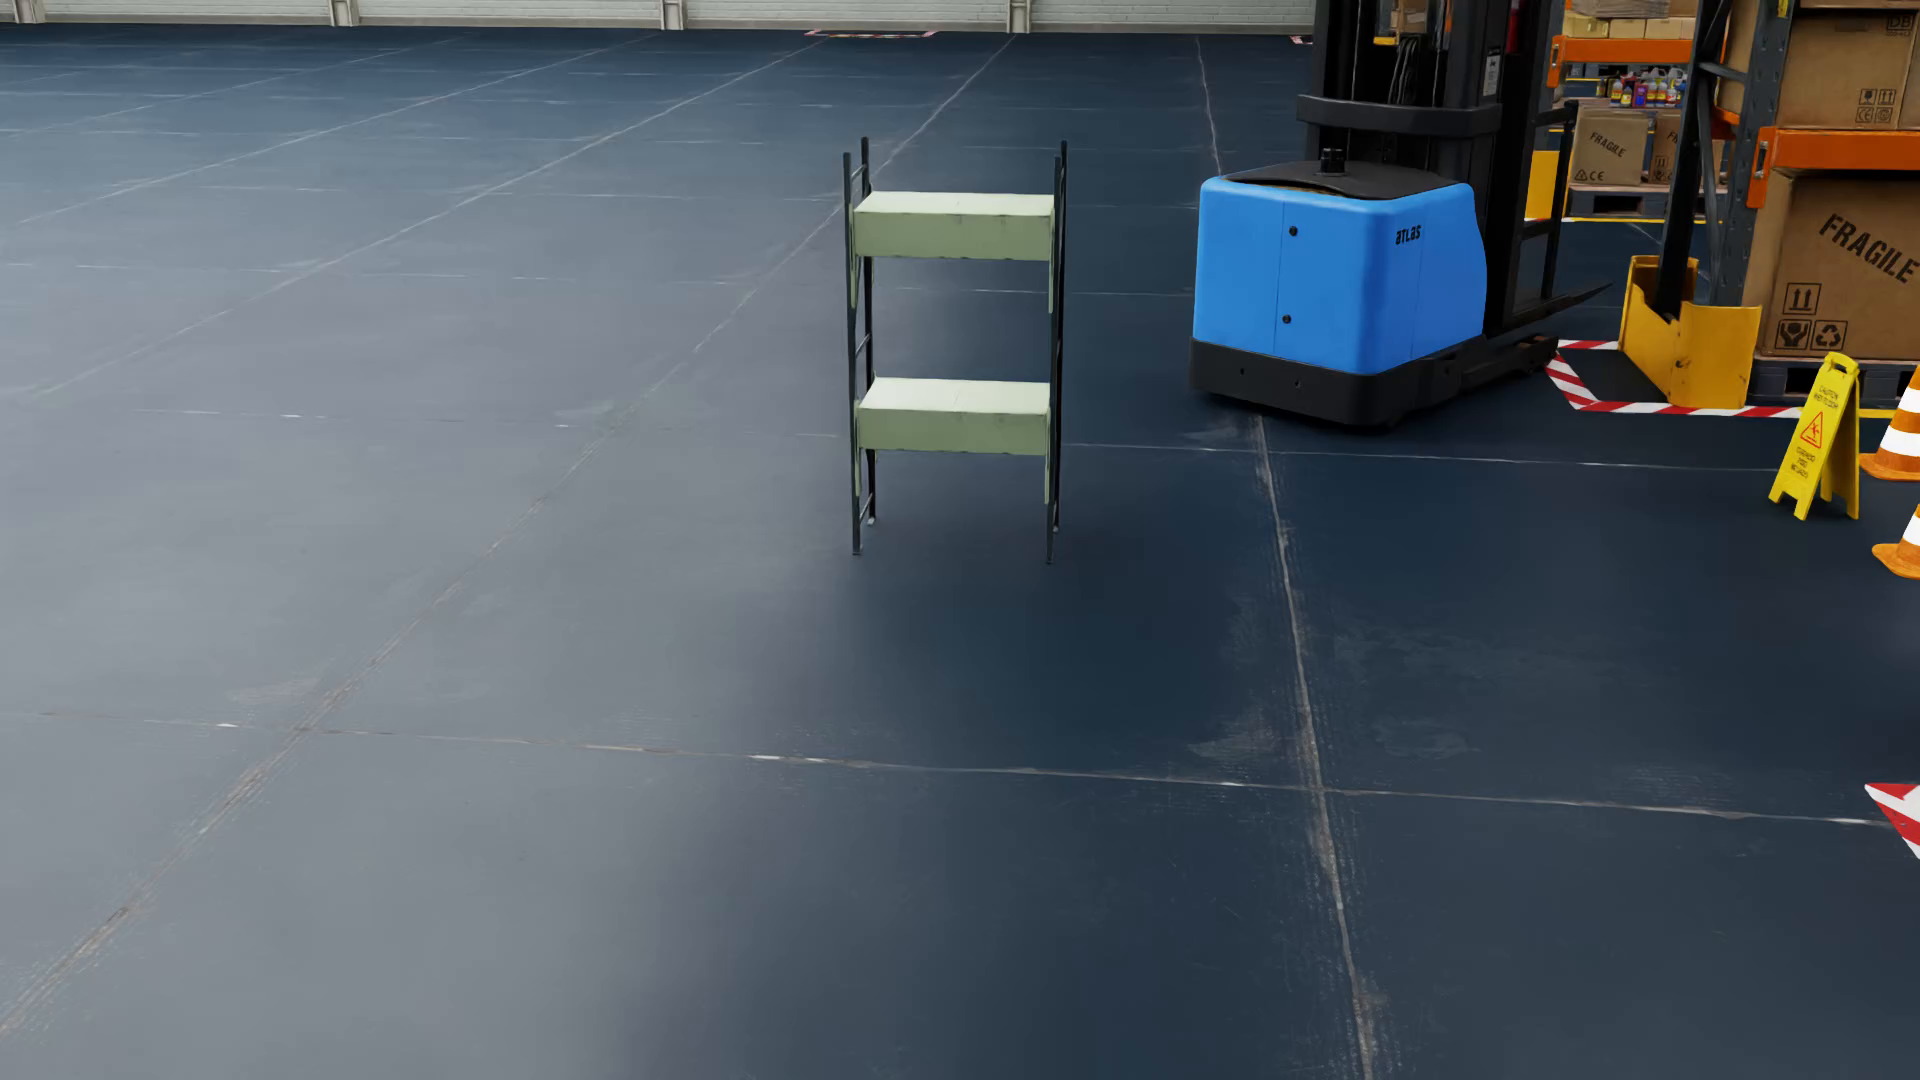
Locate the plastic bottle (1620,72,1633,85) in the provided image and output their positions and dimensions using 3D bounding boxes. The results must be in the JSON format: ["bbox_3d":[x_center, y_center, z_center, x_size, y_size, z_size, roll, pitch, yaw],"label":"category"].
[{"bbox_3d":[7.117,-4.855,17.747,0.135,0.276,0.152,3,22,7],"label":"plastic bottle"}]

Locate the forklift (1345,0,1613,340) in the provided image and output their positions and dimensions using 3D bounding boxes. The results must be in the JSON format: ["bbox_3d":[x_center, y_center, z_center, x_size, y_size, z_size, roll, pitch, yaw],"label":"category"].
[{"bbox_3d":[2.500,-2.331,8.349,1.121,2.935,3.031,19,29,40],"label":"forklift"}]

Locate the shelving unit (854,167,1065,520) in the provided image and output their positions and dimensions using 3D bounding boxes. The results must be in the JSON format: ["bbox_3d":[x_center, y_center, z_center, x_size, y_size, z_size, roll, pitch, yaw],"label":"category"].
[{"bbox_3d":[-0.001,-0.698,6.164,0.731,1.308,0.431,2,22,6],"label":"shelving unit"}]

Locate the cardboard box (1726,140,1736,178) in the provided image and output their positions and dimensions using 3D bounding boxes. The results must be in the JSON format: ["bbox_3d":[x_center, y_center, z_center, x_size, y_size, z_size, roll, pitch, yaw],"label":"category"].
[{"bbox_3d":[6.247,-3.001,12.781,0.500,0.500,0.500,5,22,11],"label":"cardboard box"}]

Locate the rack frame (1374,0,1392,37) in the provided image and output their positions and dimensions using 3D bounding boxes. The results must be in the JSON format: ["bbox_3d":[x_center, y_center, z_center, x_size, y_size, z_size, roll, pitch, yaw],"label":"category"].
[{"bbox_3d":[5.581,-7.666,21.750,0.127,3.000,1.000,2,22,6],"label":"rack frame"}]

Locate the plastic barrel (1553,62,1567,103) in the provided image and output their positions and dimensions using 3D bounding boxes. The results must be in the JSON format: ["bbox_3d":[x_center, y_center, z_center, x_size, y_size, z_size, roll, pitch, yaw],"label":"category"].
[{"bbox_3d":[6.155,-4.874,17.500,0.421,0.512,0.421,0,22,0],"label":"plastic barrel"}]

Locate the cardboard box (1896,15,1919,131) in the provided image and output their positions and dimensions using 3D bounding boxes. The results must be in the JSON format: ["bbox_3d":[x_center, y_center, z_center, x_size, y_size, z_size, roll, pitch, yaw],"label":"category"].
[{"bbox_3d":[4.650,-2.297,7.966,0.550,0.550,0.875,2,22,6],"label":"cardboard box"}]

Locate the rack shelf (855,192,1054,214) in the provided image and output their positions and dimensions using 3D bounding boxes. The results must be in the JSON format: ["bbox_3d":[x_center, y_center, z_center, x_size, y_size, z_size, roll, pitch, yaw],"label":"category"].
[{"bbox_3d":[-0.007,-1.152,5.985,0.686,0.124,0.368,2,22,6],"label":"rack shelf"}]

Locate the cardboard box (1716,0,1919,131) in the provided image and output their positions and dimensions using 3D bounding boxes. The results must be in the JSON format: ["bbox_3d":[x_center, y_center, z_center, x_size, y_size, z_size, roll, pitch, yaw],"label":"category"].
[{"bbox_3d":[4.101,-2.313,8.006,0.550,0.550,0.875,2,22,6],"label":"cardboard box"}]

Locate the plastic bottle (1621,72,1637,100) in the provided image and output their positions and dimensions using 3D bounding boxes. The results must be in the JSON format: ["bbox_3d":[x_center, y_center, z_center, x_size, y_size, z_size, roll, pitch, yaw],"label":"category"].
[{"bbox_3d":[7.105,-4.820,17.647,0.133,0.283,0.061,2,22,6],"label":"plastic bottle"}]

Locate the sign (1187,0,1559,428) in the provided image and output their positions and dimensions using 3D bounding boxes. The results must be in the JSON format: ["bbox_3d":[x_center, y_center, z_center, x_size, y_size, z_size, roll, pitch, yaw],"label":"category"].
[{"bbox_3d":[2.098,-2.129,7.981,2.025,2.768,2.177,2,22,6],"label":"sign"}]

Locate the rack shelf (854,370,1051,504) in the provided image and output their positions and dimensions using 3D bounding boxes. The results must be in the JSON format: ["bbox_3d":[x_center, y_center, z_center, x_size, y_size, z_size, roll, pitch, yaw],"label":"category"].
[{"bbox_3d":[-0.007,-0.395,6.285,0.720,0.370,0.431,2,22,6],"label":"rack shelf"}]

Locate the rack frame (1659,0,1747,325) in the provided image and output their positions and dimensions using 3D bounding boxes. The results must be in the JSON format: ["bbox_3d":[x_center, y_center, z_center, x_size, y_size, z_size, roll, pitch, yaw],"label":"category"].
[{"bbox_3d":[3.728,-2.244,8.035,0.053,2.616,0.949,2,22,6],"label":"rack frame"}]

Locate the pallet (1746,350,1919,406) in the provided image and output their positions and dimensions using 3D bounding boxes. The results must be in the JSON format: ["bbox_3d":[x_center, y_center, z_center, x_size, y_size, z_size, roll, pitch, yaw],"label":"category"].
[{"bbox_3d":[4.531,-0.940,8.530,1.213,0.211,1.003,2,22,6],"label":"pallet"}]

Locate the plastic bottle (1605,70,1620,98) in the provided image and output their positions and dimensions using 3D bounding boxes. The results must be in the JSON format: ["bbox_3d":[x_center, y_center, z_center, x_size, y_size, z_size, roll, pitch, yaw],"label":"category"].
[{"bbox_3d":[6.988,-4.881,17.802,0.133,0.283,0.061,3,22,8],"label":"plastic bottle"}]

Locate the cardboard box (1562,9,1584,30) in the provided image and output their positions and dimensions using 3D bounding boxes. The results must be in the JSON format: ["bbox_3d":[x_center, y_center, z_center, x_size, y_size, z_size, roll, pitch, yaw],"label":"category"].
[{"bbox_3d":[4.719,-3.995,12.807,0.250,0.149,0.380,2,22,6],"label":"cardboard box"}]

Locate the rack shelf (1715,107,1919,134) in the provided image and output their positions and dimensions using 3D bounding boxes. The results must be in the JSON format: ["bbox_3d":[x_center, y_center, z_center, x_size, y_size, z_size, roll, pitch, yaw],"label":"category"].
[{"bbox_3d":[5.713,-1.946,7.897,3.809,0.052,0.919,2,22,6],"label":"rack shelf"}]

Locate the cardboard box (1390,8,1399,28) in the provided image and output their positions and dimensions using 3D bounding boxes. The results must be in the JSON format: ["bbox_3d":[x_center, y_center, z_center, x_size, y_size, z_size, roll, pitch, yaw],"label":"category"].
[{"bbox_3d":[6.837,-8.366,26.580,0.500,0.311,0.500,0,22,0],"label":"cardboard box"}]

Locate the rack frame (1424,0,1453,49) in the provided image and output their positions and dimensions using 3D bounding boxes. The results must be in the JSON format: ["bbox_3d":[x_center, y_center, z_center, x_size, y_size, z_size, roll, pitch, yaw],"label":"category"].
[{"bbox_3d":[4.994,-5.857,17.176,0.127,3.000,1.000,2,22,6],"label":"rack frame"}]

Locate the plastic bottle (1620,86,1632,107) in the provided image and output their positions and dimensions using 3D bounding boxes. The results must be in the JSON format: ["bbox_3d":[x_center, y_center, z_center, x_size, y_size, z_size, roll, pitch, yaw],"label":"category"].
[{"bbox_3d":[6.861,-4.564,17.112,0.097,0.201,0.097,0,22,0],"label":"plastic bottle"}]

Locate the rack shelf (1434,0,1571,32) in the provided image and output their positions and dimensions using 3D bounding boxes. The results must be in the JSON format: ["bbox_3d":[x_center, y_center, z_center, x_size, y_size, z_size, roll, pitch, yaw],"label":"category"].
[{"bbox_3d":[6.980,-5.436,17.089,4.000,0.370,1.077,2,22,6],"label":"rack shelf"}]

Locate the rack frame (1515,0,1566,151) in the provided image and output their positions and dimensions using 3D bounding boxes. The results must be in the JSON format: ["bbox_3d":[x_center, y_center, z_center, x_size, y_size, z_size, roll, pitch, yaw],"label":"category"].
[{"bbox_3d":[4.411,-4.049,12.602,0.127,3.000,1.000,2,22,6],"label":"rack frame"}]

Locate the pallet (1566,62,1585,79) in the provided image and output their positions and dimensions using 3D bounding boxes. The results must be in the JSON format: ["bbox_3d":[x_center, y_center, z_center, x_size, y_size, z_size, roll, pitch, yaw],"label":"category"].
[{"bbox_3d":[7.553,-6.298,22.082,1.213,0.211,1.003,2,22,6],"label":"pallet"}]

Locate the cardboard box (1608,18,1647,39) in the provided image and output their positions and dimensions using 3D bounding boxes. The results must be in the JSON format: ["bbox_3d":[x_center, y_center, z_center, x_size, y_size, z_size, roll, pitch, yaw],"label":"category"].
[{"bbox_3d":[4.912,-3.815,12.352,0.250,0.149,0.380,2,22,6],"label":"cardboard box"}]

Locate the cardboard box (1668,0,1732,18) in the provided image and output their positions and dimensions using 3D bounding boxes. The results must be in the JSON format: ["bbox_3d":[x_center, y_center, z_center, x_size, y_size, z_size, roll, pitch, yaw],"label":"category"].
[{"bbox_3d":[5.465,-4.222,12.499,0.500,0.500,0.875,2,22,6],"label":"cardboard box"}]

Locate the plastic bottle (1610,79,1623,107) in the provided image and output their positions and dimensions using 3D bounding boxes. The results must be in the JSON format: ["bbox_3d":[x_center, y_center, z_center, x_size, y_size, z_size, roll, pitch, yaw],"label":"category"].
[{"bbox_3d":[6.758,-4.601,17.110,0.097,0.271,0.097,0,22,0],"label":"plastic bottle"}]

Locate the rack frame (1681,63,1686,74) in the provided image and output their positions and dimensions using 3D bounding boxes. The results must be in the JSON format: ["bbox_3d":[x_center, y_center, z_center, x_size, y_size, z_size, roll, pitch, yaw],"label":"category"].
[{"bbox_3d":[9.553,-7.493,21.312,0.127,3.000,1.000,2,22,6],"label":"rack frame"}]

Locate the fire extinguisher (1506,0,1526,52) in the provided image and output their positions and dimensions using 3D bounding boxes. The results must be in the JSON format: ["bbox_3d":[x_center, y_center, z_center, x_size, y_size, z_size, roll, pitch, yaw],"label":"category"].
[{"bbox_3d":[4.352,-4.186,13.054,0.183,0.674,0.296,2,22,6],"label":"fire extinguisher"}]

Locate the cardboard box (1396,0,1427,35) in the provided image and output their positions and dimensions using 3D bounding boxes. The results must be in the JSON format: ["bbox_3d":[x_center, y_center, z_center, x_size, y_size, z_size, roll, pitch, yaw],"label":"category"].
[{"bbox_3d":[6.148,-7.017,22.256,0.500,0.500,0.500,2,22,6],"label":"cardboard box"}]

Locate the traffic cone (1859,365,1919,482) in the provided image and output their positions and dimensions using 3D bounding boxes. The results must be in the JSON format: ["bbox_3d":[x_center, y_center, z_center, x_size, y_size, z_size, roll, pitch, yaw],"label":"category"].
[{"bbox_3d":[4.088,-0.521,7.129,0.334,0.463,0.336,2,22,6],"label":"traffic cone"}]

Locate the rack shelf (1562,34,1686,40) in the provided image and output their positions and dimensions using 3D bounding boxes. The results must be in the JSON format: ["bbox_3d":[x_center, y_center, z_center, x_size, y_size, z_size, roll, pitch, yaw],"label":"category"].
[{"bbox_3d":[6.397,-3.752,12.466,3.809,0.052,0.919,2,22,6],"label":"rack shelf"}]

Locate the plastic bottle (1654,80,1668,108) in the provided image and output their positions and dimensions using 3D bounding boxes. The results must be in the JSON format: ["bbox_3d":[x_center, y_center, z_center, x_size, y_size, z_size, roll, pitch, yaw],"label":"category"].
[{"bbox_3d":[7.198,-4.582,17.062,0.097,0.271,0.097,0,22,0],"label":"plastic bottle"}]

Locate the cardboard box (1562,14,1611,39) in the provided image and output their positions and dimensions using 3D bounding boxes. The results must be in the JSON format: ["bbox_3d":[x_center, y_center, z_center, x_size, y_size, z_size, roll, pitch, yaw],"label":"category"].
[{"bbox_3d":[4.666,-3.833,12.397,0.250,0.149,0.380,2,22,6],"label":"cardboard box"}]

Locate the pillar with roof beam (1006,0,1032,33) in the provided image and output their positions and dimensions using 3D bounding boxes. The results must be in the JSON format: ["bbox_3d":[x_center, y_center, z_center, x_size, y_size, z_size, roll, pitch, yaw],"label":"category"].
[{"bbox_3d":[0.492,-11.238,22.625,0.400,9.000,9.100,2,22,6],"label":"pillar with roof beam"}]

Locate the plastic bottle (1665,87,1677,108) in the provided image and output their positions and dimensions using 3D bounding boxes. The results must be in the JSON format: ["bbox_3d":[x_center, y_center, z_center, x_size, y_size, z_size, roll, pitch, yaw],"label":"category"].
[{"bbox_3d":[7.296,-4.545,17.064,0.097,0.201,0.097,0,22,0],"label":"plastic bottle"}]

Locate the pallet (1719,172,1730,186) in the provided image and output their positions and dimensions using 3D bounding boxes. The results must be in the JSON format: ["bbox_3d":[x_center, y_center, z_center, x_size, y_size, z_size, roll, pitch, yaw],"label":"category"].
[{"bbox_3d":[6.498,-2.647,12.849,1.213,0.211,1.003,2,22,6],"label":"pallet"}]

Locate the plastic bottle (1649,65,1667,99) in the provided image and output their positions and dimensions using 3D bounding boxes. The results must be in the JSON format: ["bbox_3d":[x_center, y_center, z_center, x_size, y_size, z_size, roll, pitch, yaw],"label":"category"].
[{"bbox_3d":[7.419,-4.878,17.703,0.185,0.351,0.144,3,22,9],"label":"plastic bottle"}]

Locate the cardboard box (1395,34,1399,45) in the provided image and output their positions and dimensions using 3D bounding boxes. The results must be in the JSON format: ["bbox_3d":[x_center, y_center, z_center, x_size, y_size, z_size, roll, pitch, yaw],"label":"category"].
[{"bbox_3d":[6.148,-6.667,22.392,0.500,0.250,0.500,2,22,6],"label":"cardboard box"}]

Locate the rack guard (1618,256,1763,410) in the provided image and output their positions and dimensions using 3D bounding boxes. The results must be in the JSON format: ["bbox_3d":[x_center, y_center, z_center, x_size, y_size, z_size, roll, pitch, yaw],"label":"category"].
[{"bbox_3d":[3.703,-1.081,8.495,0.348,0.500,1.175,2,22,6],"label":"rack guard"}]

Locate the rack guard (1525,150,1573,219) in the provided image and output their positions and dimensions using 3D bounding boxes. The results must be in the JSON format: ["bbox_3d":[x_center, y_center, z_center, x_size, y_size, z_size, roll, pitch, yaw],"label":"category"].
[{"bbox_3d":[4.487,-2.883,13.053,0.348,0.500,1.175,2,22,6],"label":"rack guard"}]

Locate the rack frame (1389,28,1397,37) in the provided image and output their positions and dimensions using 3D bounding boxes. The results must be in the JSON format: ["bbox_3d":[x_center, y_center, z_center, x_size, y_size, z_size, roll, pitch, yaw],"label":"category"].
[{"bbox_3d":[7.038,-8.126,26.708,1.213,0.211,1.003,2,22,6],"label":"rack frame"}]

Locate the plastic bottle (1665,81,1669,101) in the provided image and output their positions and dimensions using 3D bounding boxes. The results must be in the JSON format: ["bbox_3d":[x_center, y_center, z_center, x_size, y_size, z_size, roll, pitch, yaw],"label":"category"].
[{"bbox_3d":[7.449,-4.763,17.615,0.097,0.201,0.097,0,22,0],"label":"plastic bottle"}]

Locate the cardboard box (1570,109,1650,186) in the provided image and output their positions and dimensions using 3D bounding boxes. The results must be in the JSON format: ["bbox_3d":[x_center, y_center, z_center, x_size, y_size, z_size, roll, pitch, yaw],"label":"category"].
[{"bbox_3d":[5.029,-3.049,12.900,0.500,0.500,0.500,7,23,16],"label":"cardboard box"}]

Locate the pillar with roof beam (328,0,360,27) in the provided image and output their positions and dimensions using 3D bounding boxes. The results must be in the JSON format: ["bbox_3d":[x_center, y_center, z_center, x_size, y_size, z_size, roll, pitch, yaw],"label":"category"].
[{"bbox_3d":[-11.424,-11.757,23.939,0.400,9.000,9.100,2,22,6],"label":"pillar with roof beam"}]

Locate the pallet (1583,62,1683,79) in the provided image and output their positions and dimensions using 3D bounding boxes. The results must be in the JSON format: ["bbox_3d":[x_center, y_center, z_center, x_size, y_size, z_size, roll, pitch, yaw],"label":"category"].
[{"bbox_3d":[8.768,-6.246,21.951,1.213,0.211,1.003,2,22,6],"label":"pallet"}]

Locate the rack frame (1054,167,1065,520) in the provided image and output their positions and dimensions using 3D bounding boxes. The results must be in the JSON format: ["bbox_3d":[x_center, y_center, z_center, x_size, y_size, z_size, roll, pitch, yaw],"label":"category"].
[{"bbox_3d":[0.357,-0.681,6.124,0.010,1.308,0.380,2,22,6],"label":"rack frame"}]

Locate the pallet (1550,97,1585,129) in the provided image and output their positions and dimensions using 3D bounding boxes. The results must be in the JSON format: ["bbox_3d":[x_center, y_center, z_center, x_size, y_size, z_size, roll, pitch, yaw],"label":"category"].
[{"bbox_3d":[5.881,-4.537,17.630,1.213,0.211,1.003,2,22,6],"label":"pallet"}]
